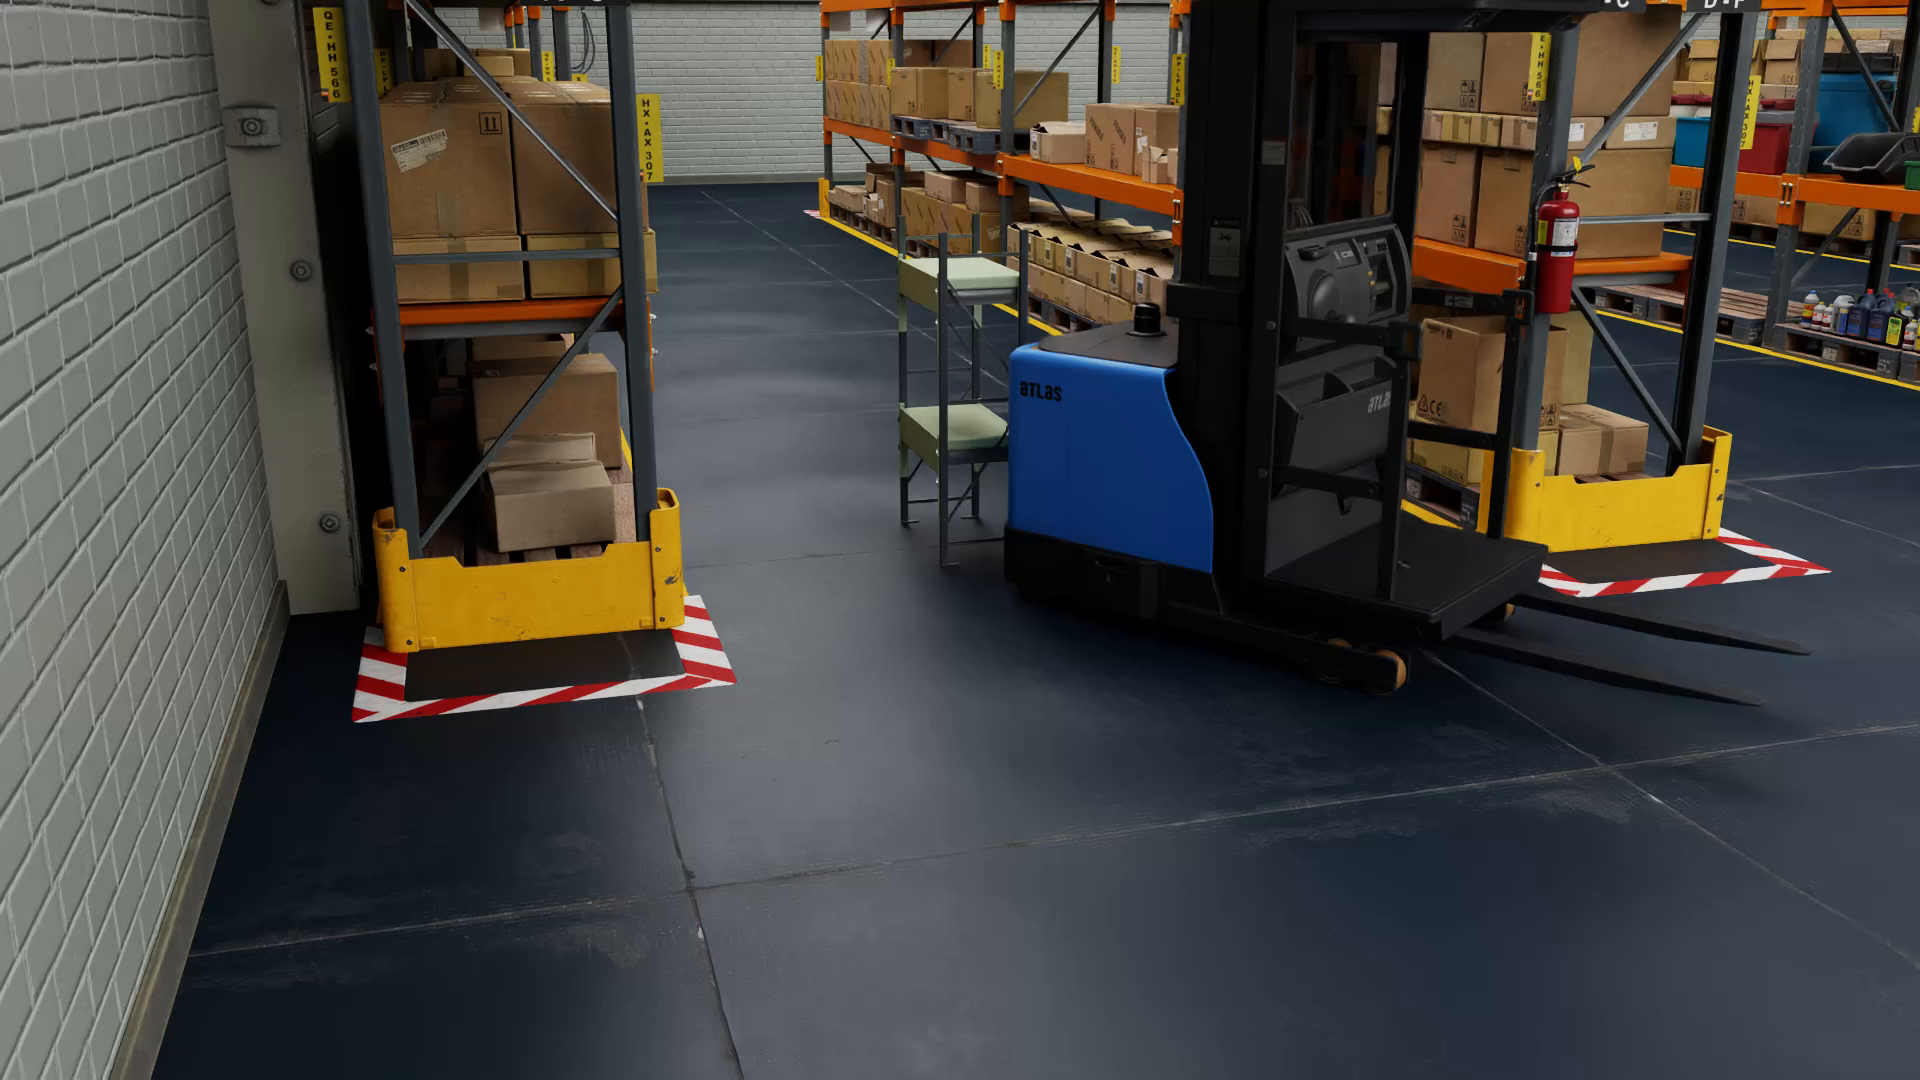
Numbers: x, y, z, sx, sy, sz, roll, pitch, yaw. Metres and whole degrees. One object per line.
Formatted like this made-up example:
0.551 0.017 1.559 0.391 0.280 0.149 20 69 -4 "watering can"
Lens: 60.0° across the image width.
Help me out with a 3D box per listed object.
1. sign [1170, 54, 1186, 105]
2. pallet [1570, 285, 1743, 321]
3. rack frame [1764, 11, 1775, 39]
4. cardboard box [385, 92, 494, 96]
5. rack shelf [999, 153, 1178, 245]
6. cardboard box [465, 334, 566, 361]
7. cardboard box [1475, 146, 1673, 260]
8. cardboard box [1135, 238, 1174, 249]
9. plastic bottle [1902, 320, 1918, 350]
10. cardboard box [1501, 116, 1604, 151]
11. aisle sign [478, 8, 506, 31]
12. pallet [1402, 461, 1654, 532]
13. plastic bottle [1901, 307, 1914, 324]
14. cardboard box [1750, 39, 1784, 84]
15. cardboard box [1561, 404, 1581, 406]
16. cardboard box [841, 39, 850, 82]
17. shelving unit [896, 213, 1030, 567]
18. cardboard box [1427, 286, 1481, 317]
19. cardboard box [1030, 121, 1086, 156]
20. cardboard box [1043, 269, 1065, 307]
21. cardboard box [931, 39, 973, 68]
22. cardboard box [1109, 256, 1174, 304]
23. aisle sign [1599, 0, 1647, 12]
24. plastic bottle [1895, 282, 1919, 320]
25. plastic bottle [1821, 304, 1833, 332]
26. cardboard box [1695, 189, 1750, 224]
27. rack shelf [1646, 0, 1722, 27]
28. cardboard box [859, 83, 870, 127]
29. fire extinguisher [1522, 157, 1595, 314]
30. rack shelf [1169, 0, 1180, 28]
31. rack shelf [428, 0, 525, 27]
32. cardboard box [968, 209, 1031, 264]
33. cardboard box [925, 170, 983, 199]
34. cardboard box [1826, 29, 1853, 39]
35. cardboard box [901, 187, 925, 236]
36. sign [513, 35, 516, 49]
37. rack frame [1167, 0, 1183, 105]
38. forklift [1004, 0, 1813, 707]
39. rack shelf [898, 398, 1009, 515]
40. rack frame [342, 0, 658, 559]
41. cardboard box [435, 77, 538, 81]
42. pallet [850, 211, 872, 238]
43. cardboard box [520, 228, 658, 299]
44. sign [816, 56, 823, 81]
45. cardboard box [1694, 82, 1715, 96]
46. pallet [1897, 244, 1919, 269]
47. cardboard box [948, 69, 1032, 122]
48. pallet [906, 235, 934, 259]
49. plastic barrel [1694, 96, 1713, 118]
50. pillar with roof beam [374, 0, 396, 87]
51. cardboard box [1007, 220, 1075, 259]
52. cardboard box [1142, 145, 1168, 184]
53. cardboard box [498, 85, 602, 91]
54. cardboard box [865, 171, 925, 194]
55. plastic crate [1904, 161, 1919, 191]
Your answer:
1.441 -3.034 10.965 0.100 0.325 0.005 -5 17 -15 "sign"
6.131 -2.171 14.812 1.003 0.211 1.213 -5 17 -15 "pallet"
12.985 -7.029 26.138 1.000 3.000 0.127 -5 17 -15 "rack frame"
-2.312 -1.757 7.511 0.500 0.500 0.500 -5 17 -17 "cardboard box"
1.410 -2.772 13.217 1.077 0.370 4.000 -5 17 -15 "rack shelf"
-2.478 -0.900 9.316 0.500 0.500 0.500 -6 18 -19 "cardboard box"
2.943 -1.635 8.007 0.700 0.500 0.500 -5 17 -15 "cardboard box"
1.662 -2.275 13.388 0.500 0.311 0.500 -4 17 -14 "cardboard box"
6.654 -1.436 11.618 0.097 0.201 0.097 0 17 0 "plastic bottle"
2.771 -1.906 7.782 0.380 0.149 0.250 -5 17 -16 "cardboard box"
-5.831 -6.779 20.786 0.394 0.787 0.004 -5 17 -15 "aisle sign"
2.809 -0.330 8.683 1.003 0.211 1.213 -5 17 -15 "pallet"
6.675 -1.512 11.749 0.097 0.271 0.097 0 17 0 "plastic bottle"
9.648 -5.720 19.863 0.797 0.503 0.637 -5 17 -15 "cardboard box"
2.985 -0.645 8.935 0.500 0.250 0.500 -5 17 -15 "cardboard box"
-1.186 -5.983 20.744 0.500 0.500 0.500 -4 17 -14 "cardboard box"
0.002 -0.716 7.730 0.431 1.500 0.755 -5 17 -15 "shelving unit"
2.837 -1.142 9.285 0.500 0.500 0.500 -5 17 -15 "cardboard box"
0.919 -3.523 14.621 0.500 0.311 0.500 -4 17 -12 "cardboard box"
1.010 -2.104 13.791 0.500 0.250 0.500 -5 17 -17 "cardboard box"
-0.098 -5.456 18.988 0.500 0.500 0.500 -4 17 -14 "cardboard box"
1.424 -1.949 12.301 0.500 0.311 0.500 -4 17 -14 "cardboard box"
2.795 -2.661 7.077 0.394 0.787 0.004 -5 17 -15 "aisle sign"
7.039 -1.729 12.335 0.144 0.351 0.185 -5 17 -15 "plastic bottle"
6.445 -1.645 12.315 0.097 0.201 0.097 0 17 0 "plastic bottle"
9.729 -4.319 20.081 1.225 0.875 0.875 -5 18 -17 "cardboard box"
8.738 -7.204 22.756 1.077 0.370 4.000 -5 17 -15 "rack shelf"
-0.909 -5.227 19.964 0.500 0.500 0.500 -4 17 -14 "cardboard box"
2.645 -1.350 7.368 0.296 0.674 0.183 -5 17 -15 "fire extinguisher"
3.975 -6.812 21.452 1.077 0.370 4.000 -5 17 -15 "rack shelf"
-5.550 -6.029 18.845 1.077 0.370 4.000 -5 17 -15 "rack shelf"
0.378 -2.923 16.051 0.500 0.500 0.500 -4 17 -13 "cardboard box"
-0.065 -3.719 17.397 0.500 0.250 0.500 -5 17 -15 "cardboard box"
13.119 -7.268 24.506 0.500 0.500 0.500 -5 17 -16 "cardboard box"
-0.340 -3.637 18.425 0.500 0.500 0.500 -6 18 -18 "cardboard box"
-5.574 -6.197 20.944 0.100 0.325 0.005 -5 17 -15 "sign"
3.426 -6.273 23.622 1.000 3.000 0.127 -5 17 -15 "rack frame"
1.644 -1.006 6.208 3.031 2.935 1.130 13 21 38 "forklift"
0.002 -0.404 7.824 0.431 0.370 0.720 -5 17 -15 "rack shelf"
-1.703 -1.064 6.281 1.000 3.000 0.127 -5 17 -15 "rack frame"
-3.583 -3.254 12.633 0.700 0.500 0.500 -6 18 -20 "cardboard box"
-0.765 -3.969 20.798 1.003 0.211 1.213 -5 17 -15 "pallet"
-1.532 -1.162 6.833 0.500 0.250 0.500 -5 17 -17 "cardboard box"
-1.860 -6.254 22.054 0.100 0.325 0.005 -5 17 -15 "sign"
9.312 -5.320 20.276 0.500 0.500 0.500 -5 17 -15 "cardboard box"
10.600 -2.900 17.240 1.003 0.211 1.213 -5 17 -15 "pallet"
0.306 -4.541 16.953 0.700 0.500 0.500 -10 19 -29 "cardboard box"
0.021 -3.219 18.301 1.003 0.211 1.213 -5 17 -15 "pallet"
6.470 -3.504 14.167 0.433 0.535 0.433 0 17 0 "plastic barrel"
-1.885 -7.722 18.018 9.100 9.000 0.400 -5 17 -15 "pillar with roof beam"
0.722 -2.655 14.650 0.500 0.311 0.500 -4 17 -13 "cardboard box"
1.542 -2.728 12.052 0.396 0.266 0.258 -5 17 -17 "cardboard box"
-2.104 -2.084 8.597 0.500 0.500 0.500 -5 17 -17 "cardboard box"
-0.760 -4.311 20.663 0.797 0.503 0.637 -5 17 -15 "cardboard box"
6.825 -2.455 11.278 0.450 0.188 0.662 -5 17 -15 "plastic crate"
